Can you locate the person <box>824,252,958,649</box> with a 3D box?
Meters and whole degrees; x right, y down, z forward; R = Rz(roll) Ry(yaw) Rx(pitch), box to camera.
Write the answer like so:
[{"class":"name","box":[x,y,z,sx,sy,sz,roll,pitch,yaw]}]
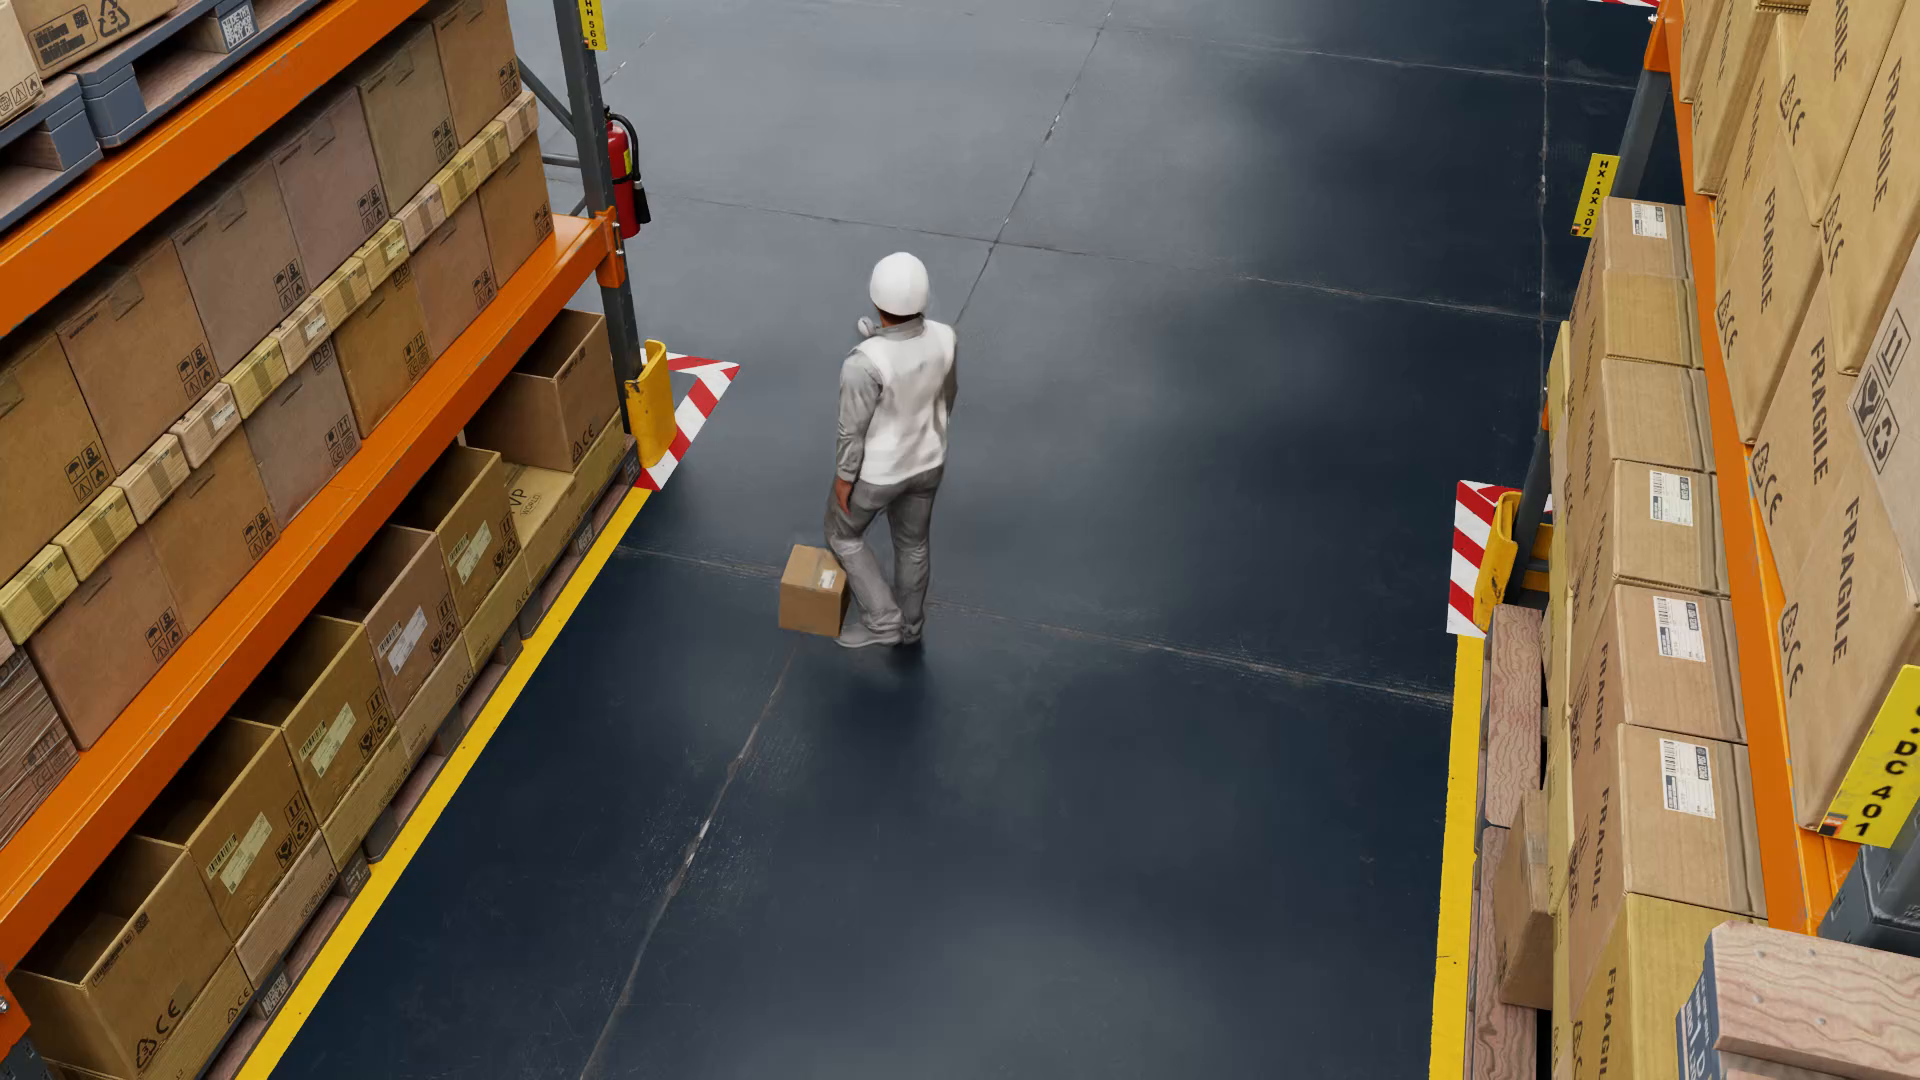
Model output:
[{"class":"person","box":[-0.265,-0.308,6.483,0.628,1.772,0.431,-25,47,-26]}]
